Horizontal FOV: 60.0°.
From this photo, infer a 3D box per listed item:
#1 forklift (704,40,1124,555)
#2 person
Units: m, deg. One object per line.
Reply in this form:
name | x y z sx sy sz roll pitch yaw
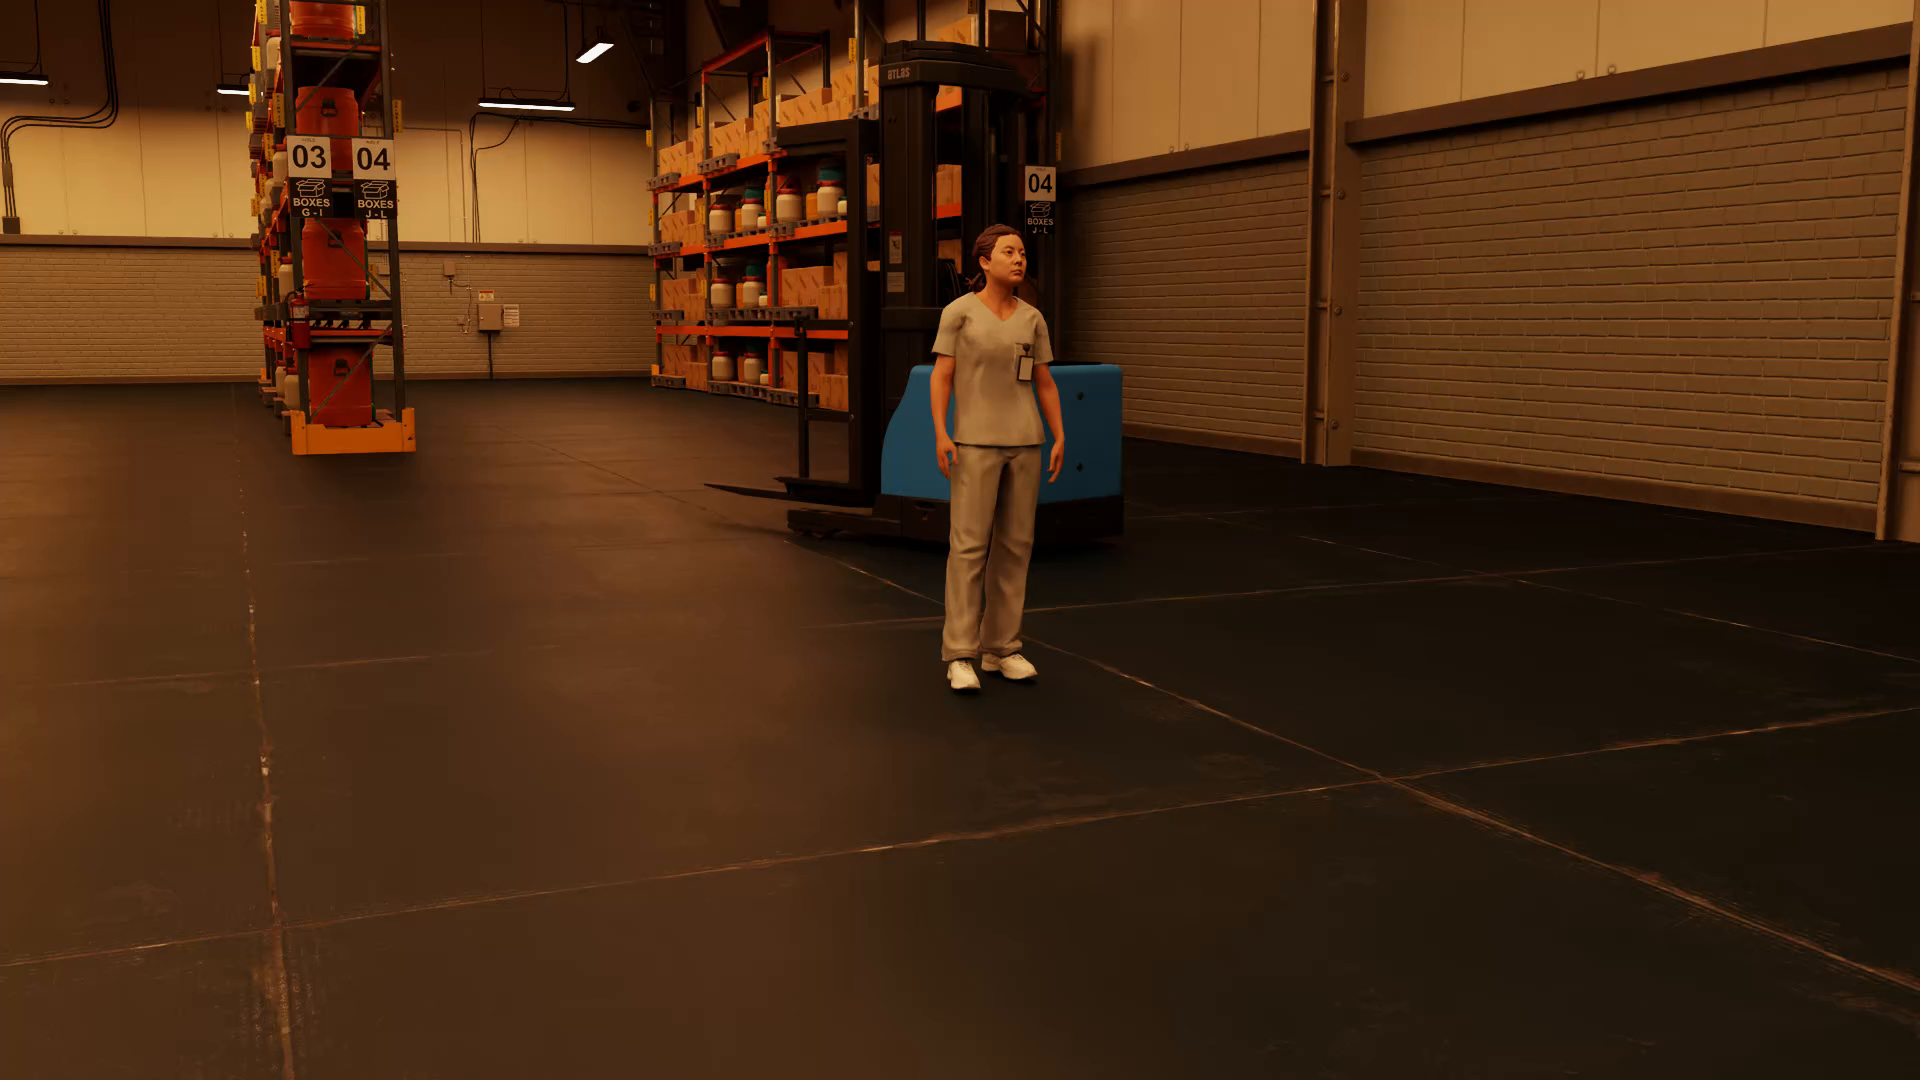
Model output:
forklift | -0.436 -1.509 10.383 3.031 2.935 1.130 7 10 44
person | 0.156 -0.323 6.140 0.550 1.676 0.550 -3 8 -22
